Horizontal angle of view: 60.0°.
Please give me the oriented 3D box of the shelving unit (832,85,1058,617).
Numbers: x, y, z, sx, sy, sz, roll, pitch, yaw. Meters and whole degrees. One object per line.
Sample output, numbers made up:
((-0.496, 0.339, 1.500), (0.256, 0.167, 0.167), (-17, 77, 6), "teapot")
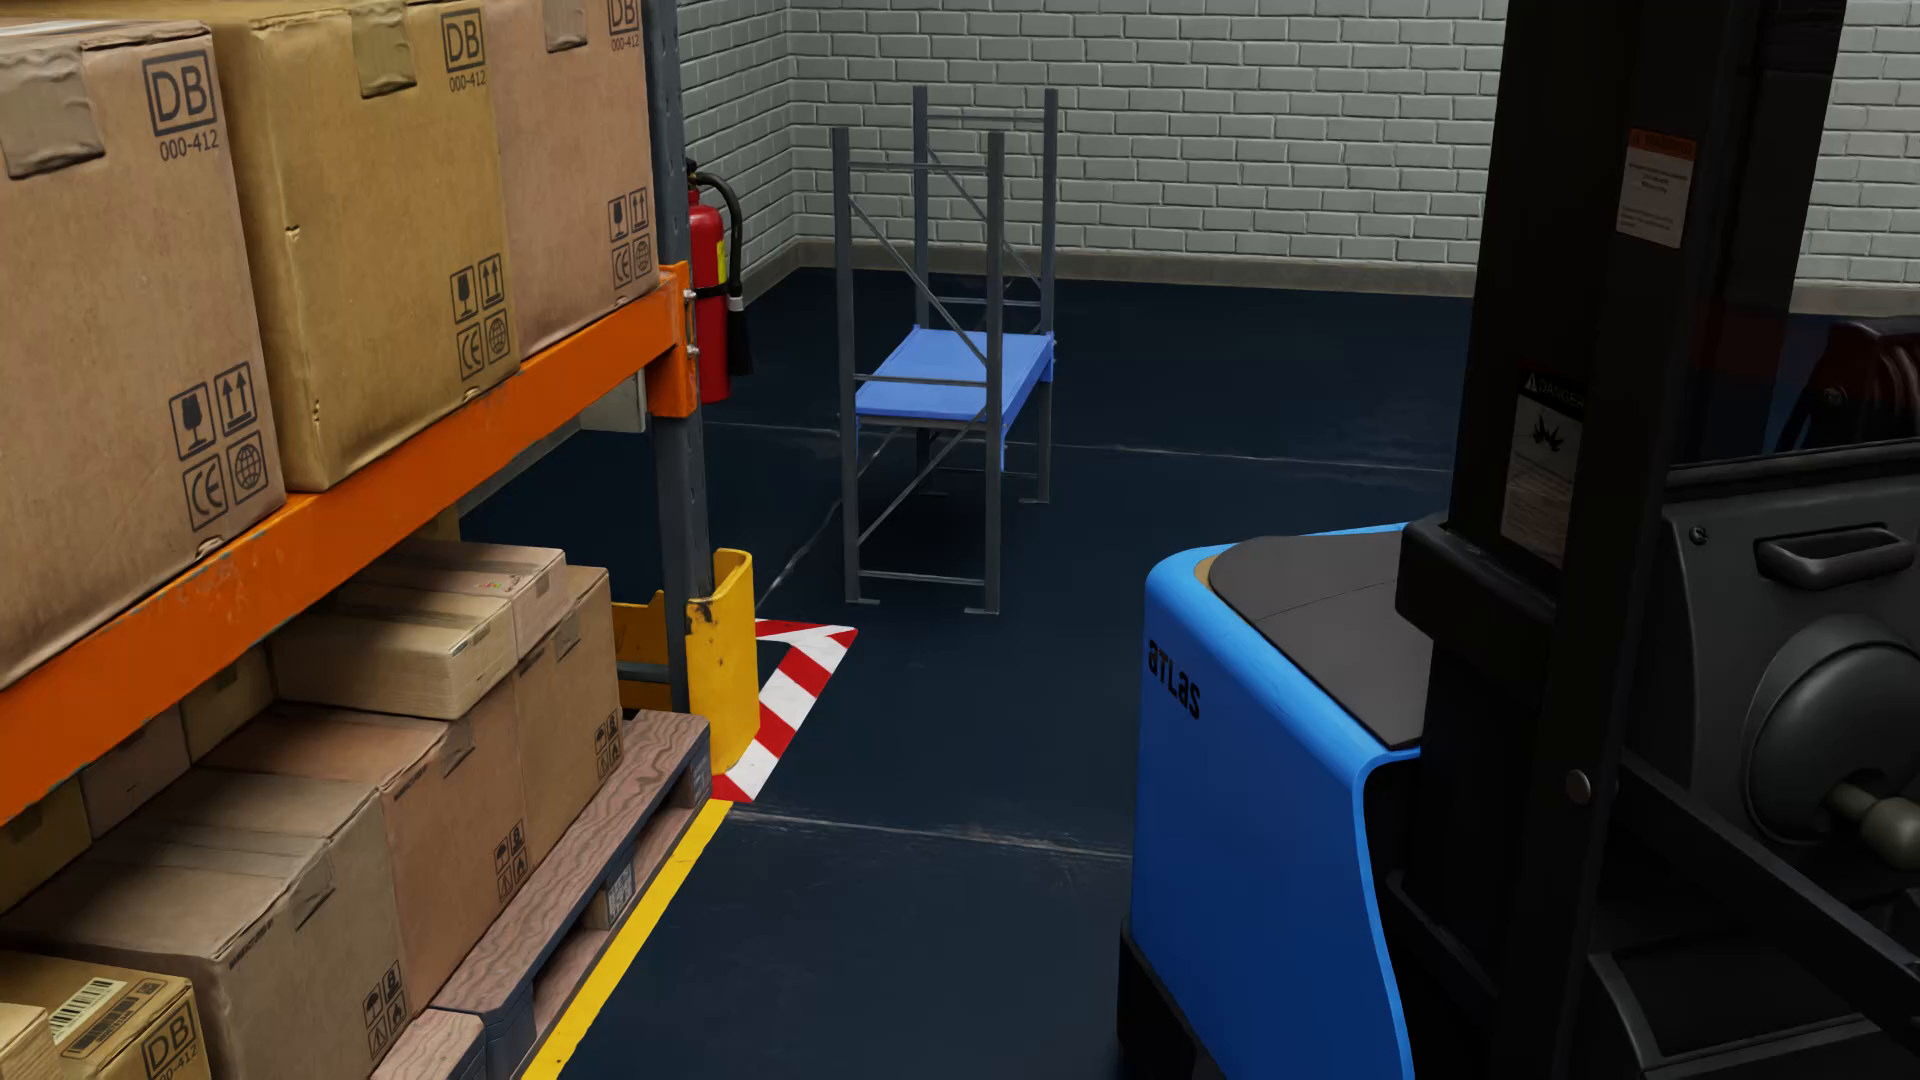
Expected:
((-0.017, -0.664, 5.496), (0.538, 1.500, 1.048), (4, 22, 11), "shelving unit")

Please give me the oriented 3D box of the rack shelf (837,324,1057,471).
((-0.017, -0.498, 5.563), (0.538, 0.185, 1.000), (4, 22, 11), "rack shelf")

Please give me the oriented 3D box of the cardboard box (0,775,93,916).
((-1.622, 0.460, 2.611), (0.380, 0.149, 0.250), (5, 22, 11), "cardboard box")

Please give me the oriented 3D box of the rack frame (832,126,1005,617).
((-0.121, -0.479, 5.034), (0.500, 1.500, 0.032), (4, 22, 11), "rack frame")

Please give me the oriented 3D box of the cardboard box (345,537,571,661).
((-1.043, 0.118, 3.461), (0.380, 0.149, 0.250), (4, 22, 10), "cardboard box")

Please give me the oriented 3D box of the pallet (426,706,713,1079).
((-1.236, 0.722, 3.779), (1.003, 0.211, 1.213), (4, 22, 11), "pallet")

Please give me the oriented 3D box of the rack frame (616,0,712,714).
((-1.150, -0.870, 3.999), (1.000, 3.000, 0.127), (4, 22, 11), "rack frame")

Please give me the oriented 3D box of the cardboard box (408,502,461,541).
((-1.365, -0.004, 3.763), (0.380, 0.149, 0.250), (5, 22, 11), "cardboard box")

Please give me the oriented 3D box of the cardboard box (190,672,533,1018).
((-1.297, 0.541, 3.279), (0.700, 0.500, 0.500), (4, 22, 11), "cardboard box")

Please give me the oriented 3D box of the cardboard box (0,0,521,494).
((-1.382, -0.555, 2.815), (0.980, 0.700, 0.700), (4, 22, 10), "cardboard box")

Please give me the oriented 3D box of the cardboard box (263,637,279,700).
((-1.468, 0.182, 3.303), (0.380, 0.149, 0.250), (5, 22, 11), "cardboard box")

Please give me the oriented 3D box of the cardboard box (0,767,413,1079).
((-1.399, 0.725, 2.822), (0.700, 0.500, 0.500), (4, 22, 9), "cardboard box")

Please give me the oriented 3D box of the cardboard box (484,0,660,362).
((-1.244, -0.822, 3.478), (0.980, 0.700, 0.700), (5, 23, 13), "cardboard box")

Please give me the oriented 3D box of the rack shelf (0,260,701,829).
((-1.558, 0.195, 2.317), (1.077, 0.370, 4.000), (4, 22, 11), "rack shelf")

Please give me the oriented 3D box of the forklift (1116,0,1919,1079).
((1.228, 0.129, 1.609), (1.130, 2.935, 3.031), (-7, 23, -16), "forklift")

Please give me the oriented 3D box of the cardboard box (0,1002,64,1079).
((-1.358, 0.689, 2.044), (0.380, 0.149, 0.250), (4, 22, 9), "cardboard box")

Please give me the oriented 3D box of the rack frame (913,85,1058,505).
((0.086, -0.850, 5.958), (0.500, 1.500, 0.032), (4, 22, 11), "rack frame")

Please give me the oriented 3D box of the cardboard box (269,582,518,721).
((-1.094, 0.212, 3.228), (0.380, 0.149, 0.250), (5, 22, 12), "cardboard box")

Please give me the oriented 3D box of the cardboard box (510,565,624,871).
((-1.195, 0.358, 3.733), (0.700, 0.500, 0.500), (4, 22, 11), "cardboard box")

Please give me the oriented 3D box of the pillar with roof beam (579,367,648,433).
((2.769, -4.378, 4.679), (9.100, 9.000, 0.400), (4, 22, 11), "pillar with roof beam")

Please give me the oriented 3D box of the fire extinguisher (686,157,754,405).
((-0.667, -0.681, 4.133), (0.296, 0.674, 0.183), (4, 22, 11), "fire extinguisher")

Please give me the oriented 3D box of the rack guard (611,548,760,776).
((-1.145, 0.281, 4.488), (1.175, 0.500, 0.348), (4, 22, 11), "rack guard")

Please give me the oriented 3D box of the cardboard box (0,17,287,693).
((-1.546, -0.277, 2.125), (0.980, 0.700, 0.700), (3, 22, 8), "cardboard box")

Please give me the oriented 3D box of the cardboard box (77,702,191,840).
((-1.570, 0.366, 2.845), (0.380, 0.149, 0.250), (5, 22, 12), "cardboard box")

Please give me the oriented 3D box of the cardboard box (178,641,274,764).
((-1.519, 0.273, 3.076), (0.380, 0.149, 0.250), (5, 22, 11), "cardboard box")

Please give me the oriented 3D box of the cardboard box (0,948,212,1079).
((-1.500, 0.921, 2.336), (0.700, 0.500, 0.500), (5, 22, 12), "cardboard box")

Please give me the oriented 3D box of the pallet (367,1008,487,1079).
((-1.488, 1.167, 2.675), (1.003, 0.211, 1.213), (4, 22, 11), "pallet")
